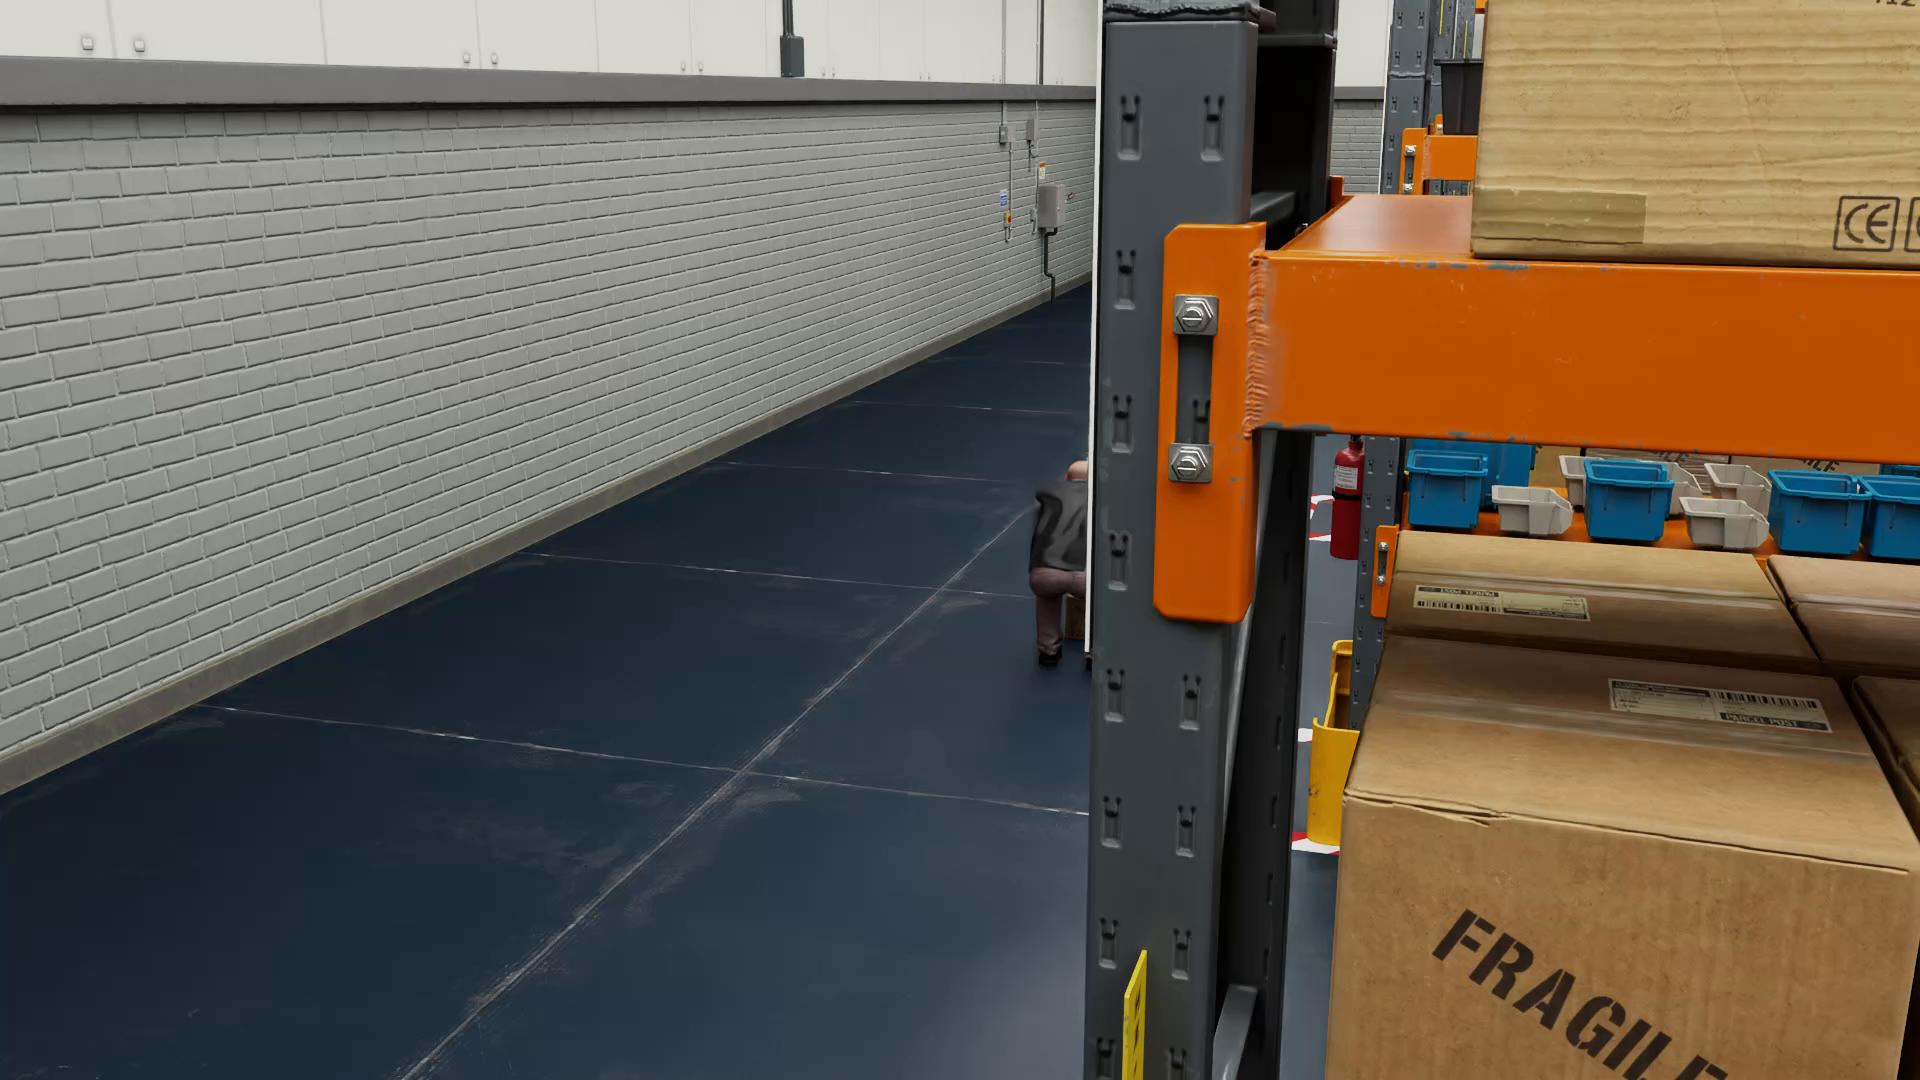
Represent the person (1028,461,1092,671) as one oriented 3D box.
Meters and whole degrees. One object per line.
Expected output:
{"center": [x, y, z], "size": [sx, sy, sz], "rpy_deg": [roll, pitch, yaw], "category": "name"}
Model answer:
{"center": [0.612, 0.136, 8.946], "size": [0.553, 1.008, 0.853], "rpy_deg": [4, 16, 16], "category": "person"}
